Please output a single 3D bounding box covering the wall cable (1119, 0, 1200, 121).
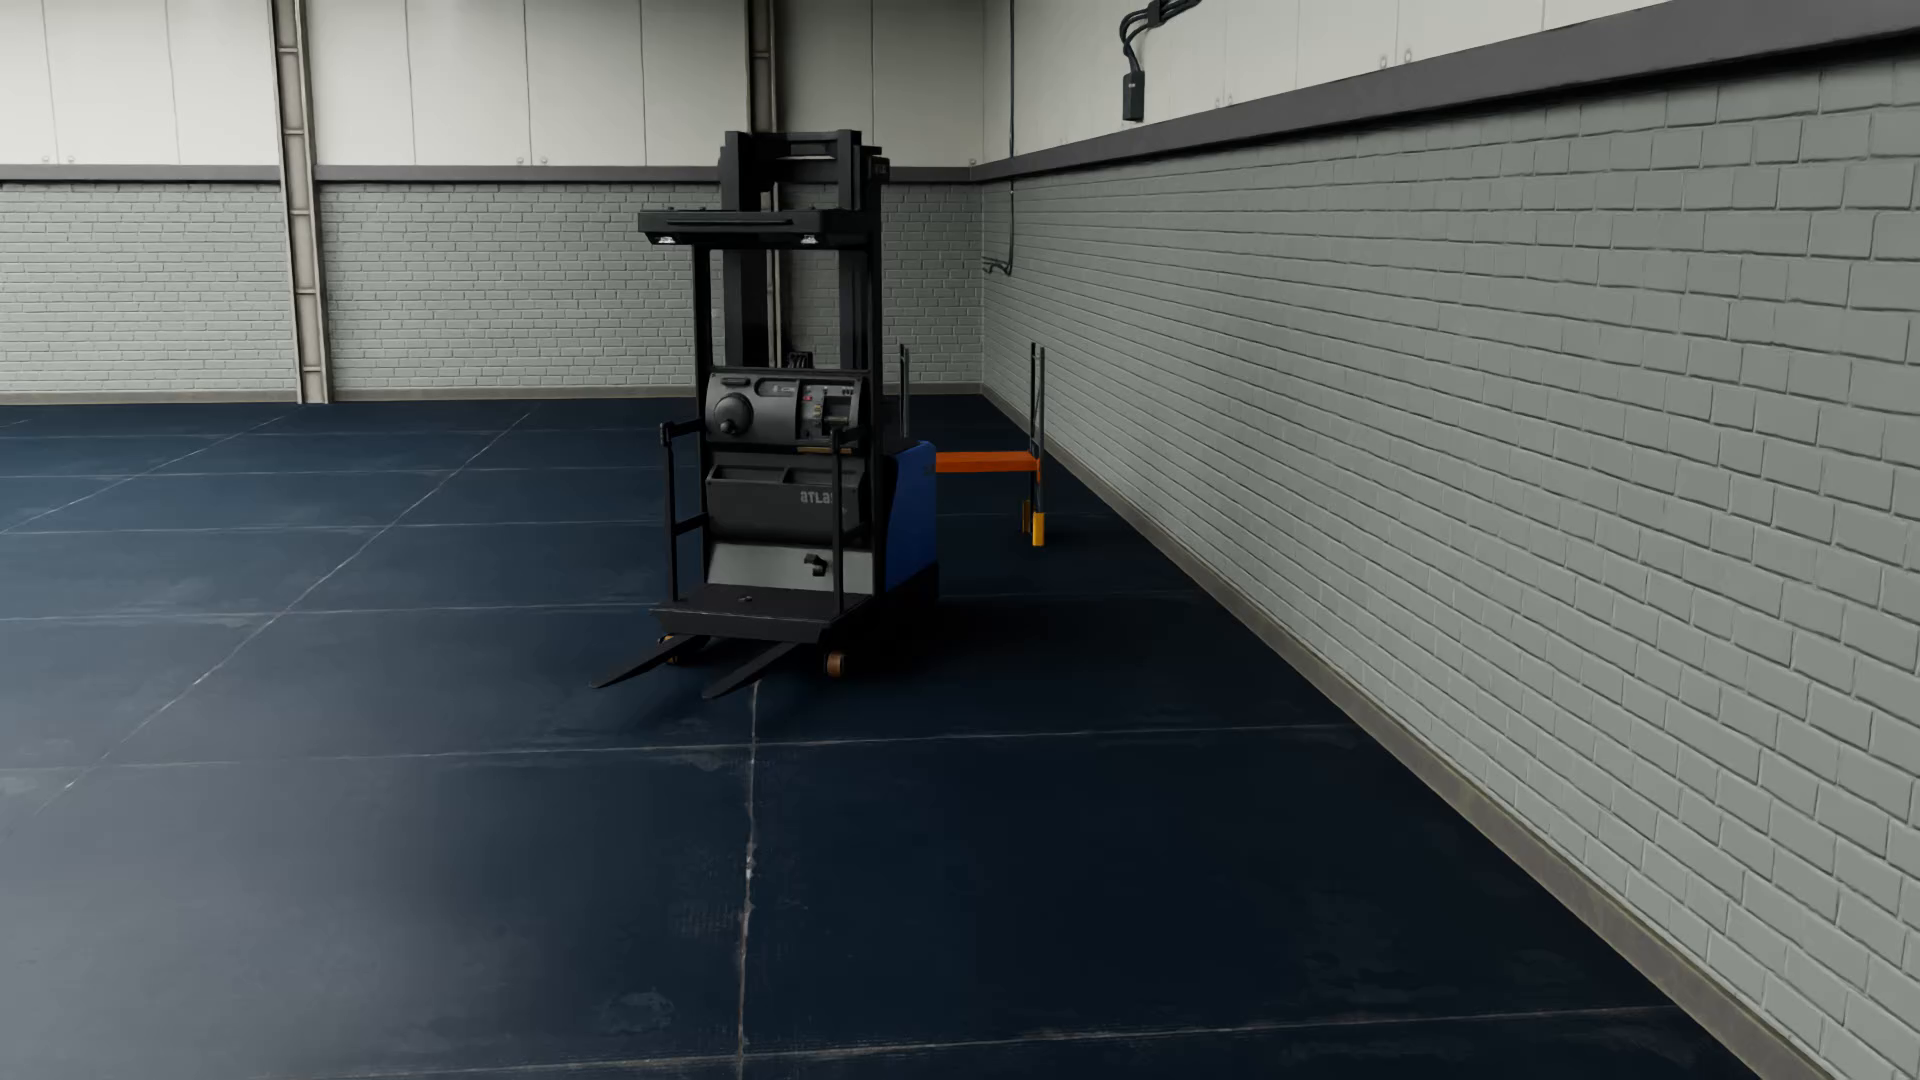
[{"bbox_3d":[1.442,-6.035,11.423,0.169,6.003,2.305,-1,11,-6],"label":"wall cable"}]

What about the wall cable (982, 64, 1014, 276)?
[{"bbox_3d":[0.432,-4.664,21.313,0.112,2.526,3.097,-1,11,-6],"label":"wall cable"}]

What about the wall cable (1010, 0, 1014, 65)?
[{"bbox_3d":[0.724,-6.623,18.187,0.112,2.526,3.097,-1,11,-6],"label":"wall cable"}]

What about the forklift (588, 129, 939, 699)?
[{"bbox_3d":[-1.053,-0.768,9.176,1.130,2.935,3.031,3,12,17],"label":"forklift"}]

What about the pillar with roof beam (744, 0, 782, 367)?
[{"bbox_3d":[-2.174,-5.554,17.792,0.400,9.000,9.100,-1,11,-6],"label":"pillar with roof beam"}]

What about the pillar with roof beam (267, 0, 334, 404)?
[{"bbox_3d":[-8.139,-5.429,17.156,0.400,9.000,9.100,-1,11,-6],"label":"pillar with roof beam"}]

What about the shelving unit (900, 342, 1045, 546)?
[{"bbox_3d":[0.076,-0.738,12.731,1.083,1.500,0.587,-1,11,-6],"label":"shelving unit"}]

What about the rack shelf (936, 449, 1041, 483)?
[{"bbox_3d":[0.085,-0.561,12.767,1.000,0.185,0.538,-1,11,-6],"label":"rack shelf"}]

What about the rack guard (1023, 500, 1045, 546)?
[{"bbox_3d":[0.571,-0.135,12.905,0.087,0.250,0.587,-1,11,-6],"label":"rack guard"}]

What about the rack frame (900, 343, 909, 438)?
[{"bbox_3d":[-0.421,-0.727,12.679,0.032,1.500,0.500,-1,11,-6],"label":"rack frame"}]

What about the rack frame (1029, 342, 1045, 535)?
[{"bbox_3d":[0.590,-0.748,12.786,0.032,1.500,0.500,-1,11,-6],"label":"rack frame"}]
